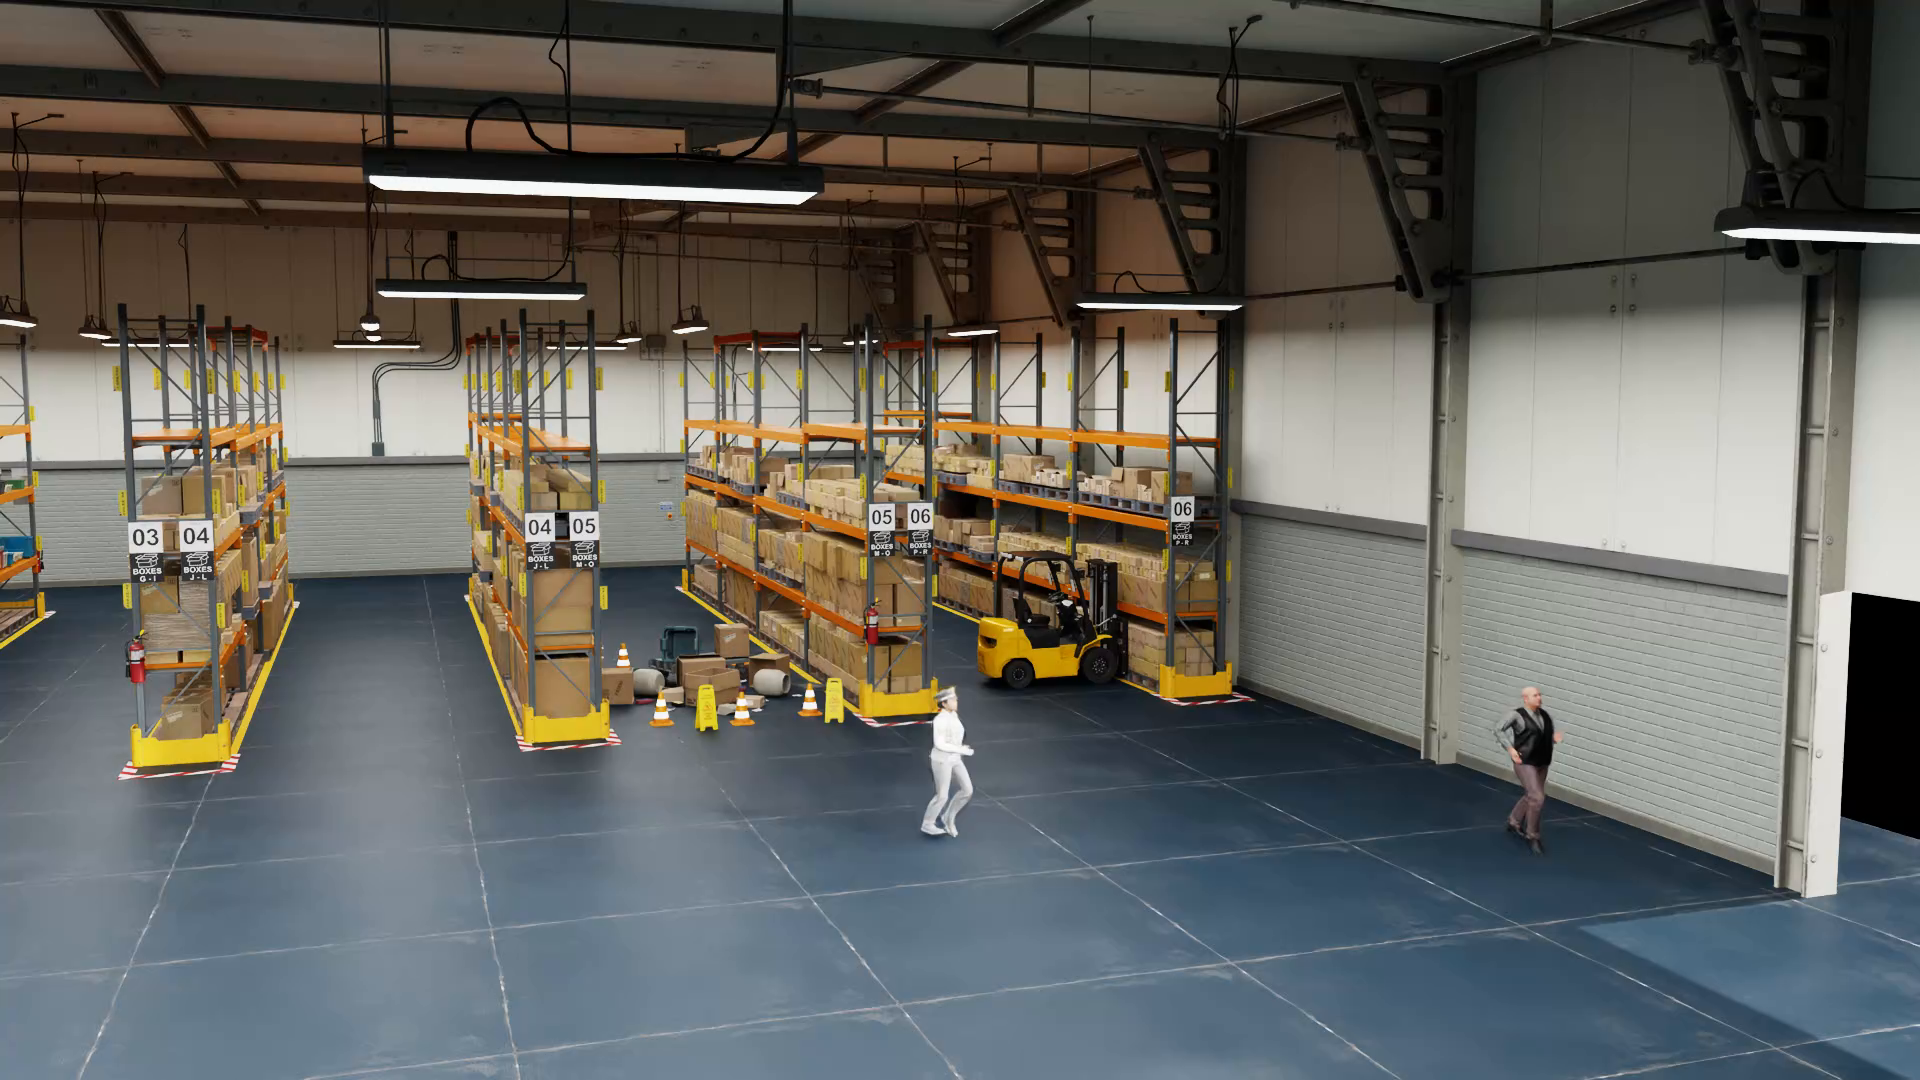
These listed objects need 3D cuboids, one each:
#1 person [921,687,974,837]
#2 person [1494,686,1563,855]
[{"bbox_3d":[-0.104,2.446,18.241,0.660,1.708,0.643,3,6,27],"label":"person"},{"bbox_3d":[6.138,2.458,17.865,0.639,1.778,0.731,-3,6,-28],"label":"person"}]
